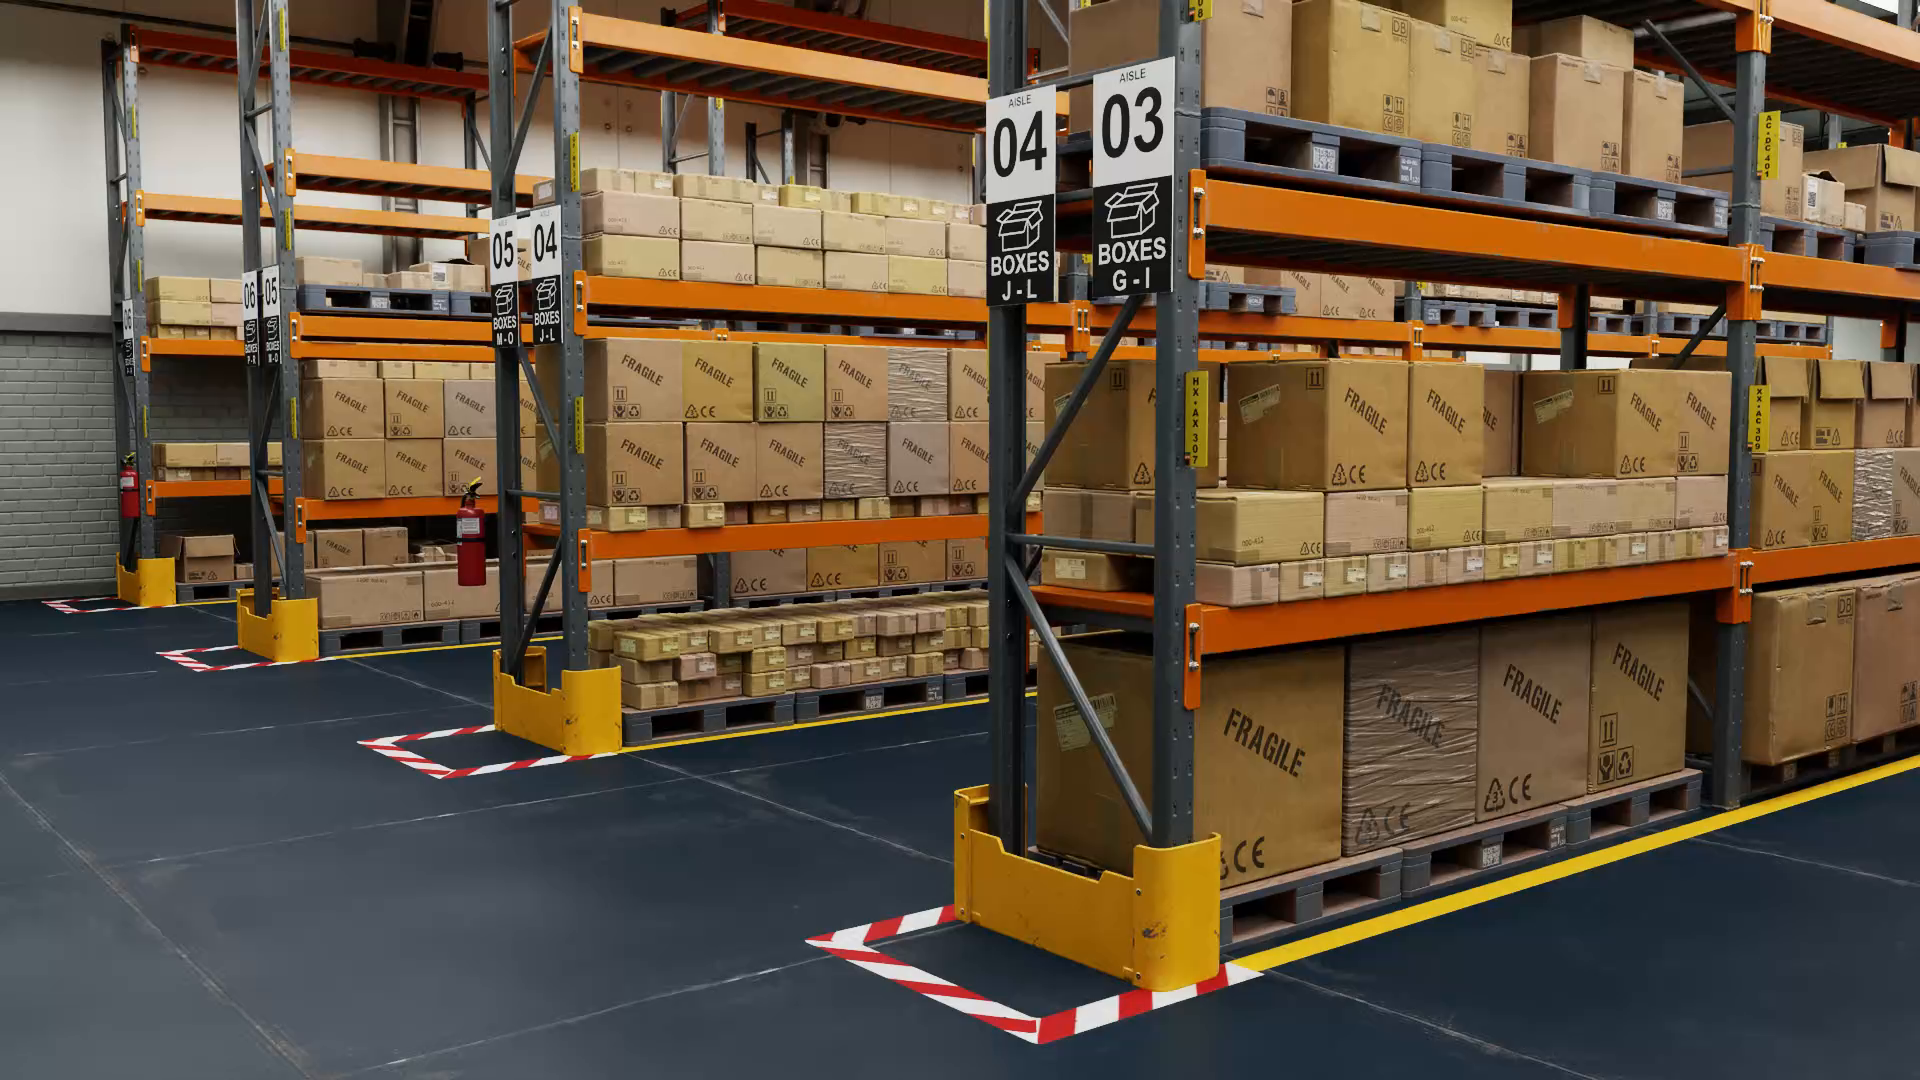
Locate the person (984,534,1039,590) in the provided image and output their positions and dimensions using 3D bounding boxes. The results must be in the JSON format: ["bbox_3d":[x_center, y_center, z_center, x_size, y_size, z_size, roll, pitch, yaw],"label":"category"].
[{"bbox_3d":[0.452,-0.018,15.095,0.619,1.775,0.446,-3,5,-38],"label":"person"}]
